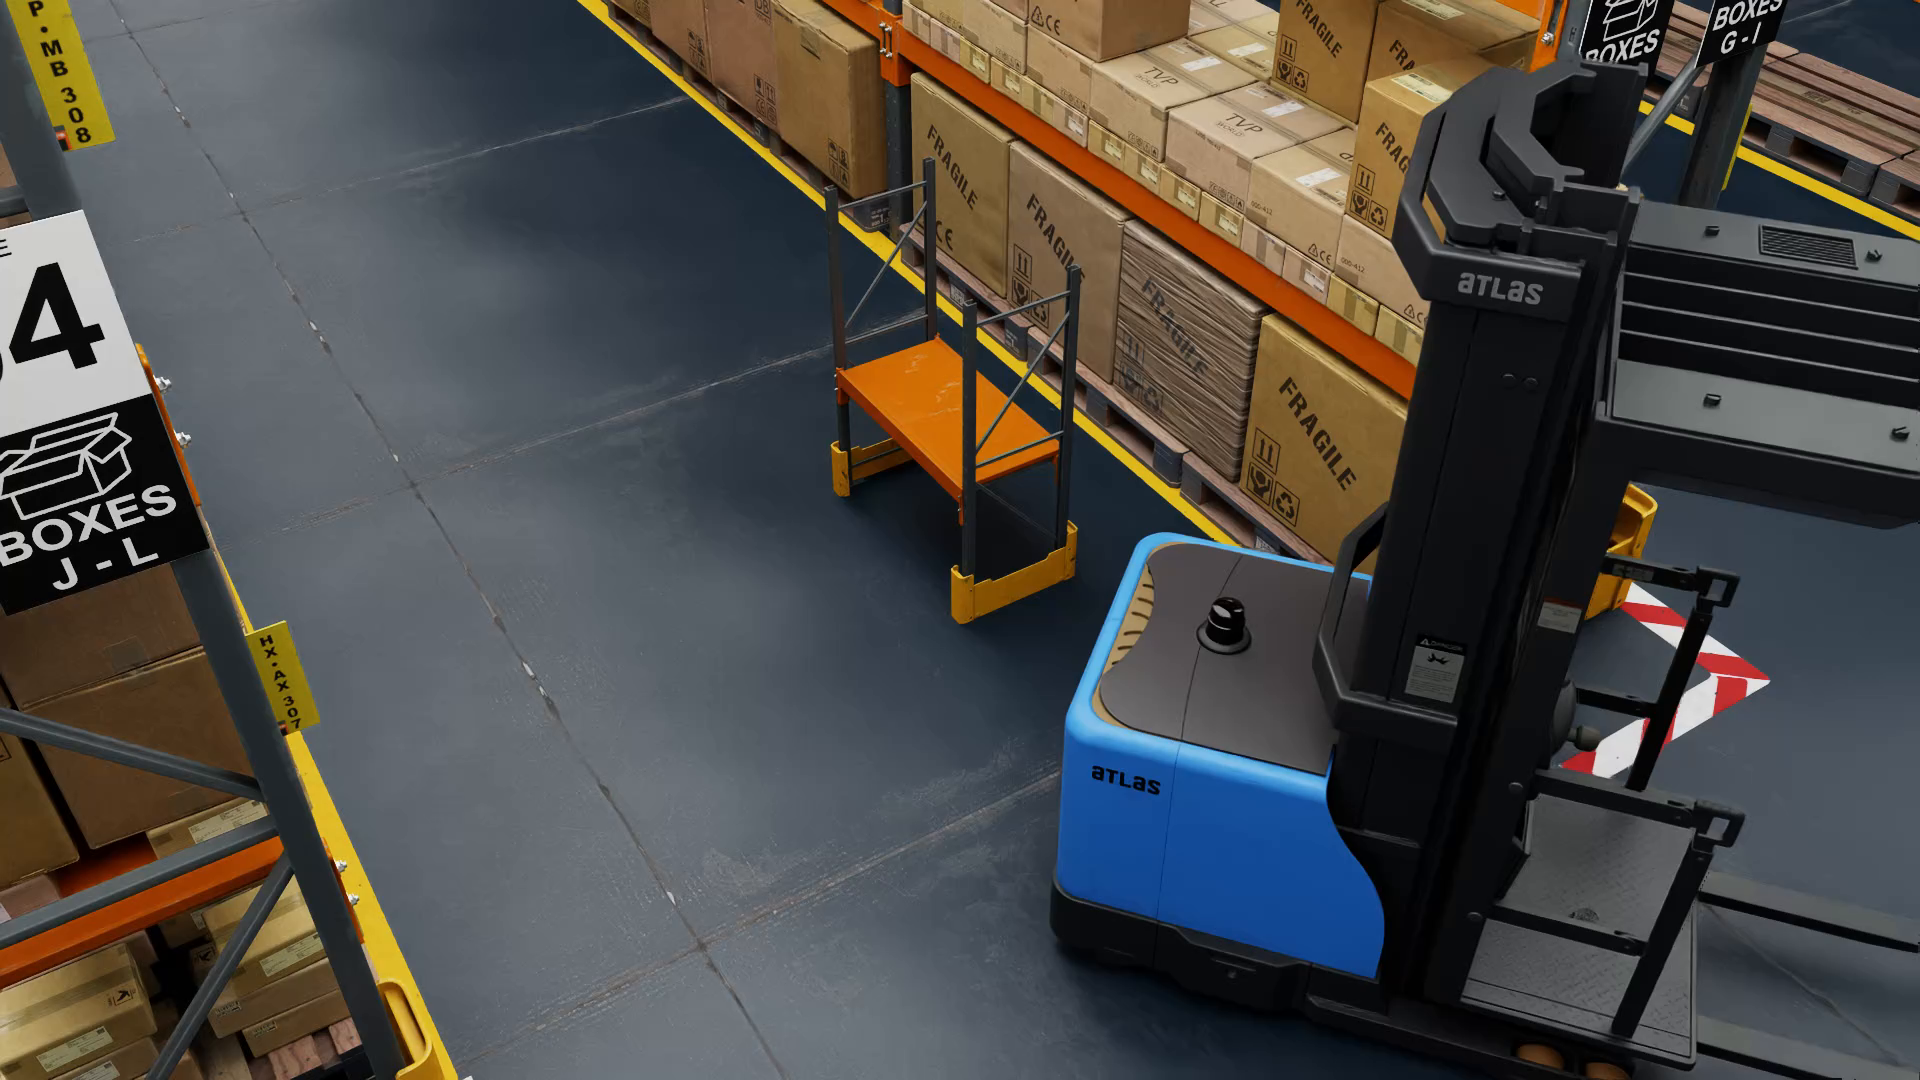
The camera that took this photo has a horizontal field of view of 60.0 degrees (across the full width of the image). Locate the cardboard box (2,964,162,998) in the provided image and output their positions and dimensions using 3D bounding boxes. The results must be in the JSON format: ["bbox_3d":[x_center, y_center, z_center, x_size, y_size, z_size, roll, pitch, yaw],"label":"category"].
[{"bbox_3d":[-2.643,1.318,4.992,0.380,0.149,0.250,-23,45,-25],"label":"cardboard box"}]

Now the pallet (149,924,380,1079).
[{"bbox_3d":[-2.471,1.424,5.376,1.003,0.211,1.213,-22,45,-24],"label":"pallet"}]

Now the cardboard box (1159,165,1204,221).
[{"bbox_3d":[1.053,-1.481,6.881,0.380,0.149,0.250,-22,45,-24],"label":"cardboard box"}]

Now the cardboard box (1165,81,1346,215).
[{"bbox_3d":[1.182,-1.584,6.693,0.500,0.250,0.500,-24,45,-26],"label":"cardboard box"}]

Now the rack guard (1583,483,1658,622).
[{"bbox_3d":[2.226,0.165,6.662,1.175,0.500,0.348,-22,45,-24],"label":"rack guard"}]

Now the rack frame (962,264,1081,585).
[{"bbox_3d":[0.227,-0.348,6.496,0.500,1.500,0.032,-22,45,-24],"label":"rack frame"}]

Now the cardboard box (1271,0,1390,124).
[{"bbox_3d":[1.630,-2.053,6.669,0.500,0.500,0.500,-23,45,-26],"label":"cardboard box"}]

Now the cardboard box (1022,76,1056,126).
[{"bbox_3d":[0.505,-2.034,7.544,0.380,0.149,0.250,-23,45,-25],"label":"cardboard box"}]

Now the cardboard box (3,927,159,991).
[{"bbox_3d":[-2.609,1.196,4.906,0.380,0.149,0.250,-21,44,-24],"label":"cardboard box"}]

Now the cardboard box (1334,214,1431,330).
[{"bbox_3d":[1.728,-1.035,6.034,0.500,0.250,0.500,-23,45,-25],"label":"cardboard box"}]

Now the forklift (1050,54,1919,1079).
[{"bbox_3d":[1.876,0.256,4.653,3.031,2.935,1.130,13,41,15],"label":"forklift"}]

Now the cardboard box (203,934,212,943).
[{"bbox_3d":[-2.189,1.125,5.223,0.380,0.149,0.250,-22,45,-25],"label":"cardboard box"}]

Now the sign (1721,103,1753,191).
[{"bbox_3d":[2.684,-1.359,5.800,0.100,0.325,0.005,-22,45,-24],"label":"sign"}]

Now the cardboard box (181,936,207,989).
[{"bbox_3d":[-2.245,1.272,5.279,0.380,0.149,0.250,-22,45,-25],"label":"cardboard box"}]

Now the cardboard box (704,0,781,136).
[{"bbox_3d":[-0.780,-3.133,9.999,1.225,0.875,0.875,-24,45,-26],"label":"cardboard box"}]

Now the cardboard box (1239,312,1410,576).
[{"bbox_3d":[1.801,-0.472,6.804,0.875,0.875,0.875,-22,45,-24],"label":"cardboard box"}]

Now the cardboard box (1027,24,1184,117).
[{"bbox_3d":[0.640,-2.133,7.351,0.500,0.250,0.500,-21,44,-23],"label":"cardboard box"}]

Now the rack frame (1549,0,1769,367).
[{"bbox_3d":[2.213,-0.809,5.877,1.000,3.000,0.127,-22,45,-24],"label":"rack frame"}]

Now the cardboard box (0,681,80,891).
[{"bbox_3d":[-2.482,0.538,3.951,0.500,0.500,0.500,-21,44,-24],"label":"cardboard box"}]

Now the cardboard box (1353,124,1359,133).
[{"bbox_3d":[1.897,-1.496,6.586,0.500,0.250,0.500,-23,45,-25],"label":"cardboard box"}]

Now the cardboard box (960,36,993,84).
[{"bbox_3d":[0.224,-2.313,7.879,0.380,0.149,0.250,-21,44,-23],"label":"cardboard box"}]

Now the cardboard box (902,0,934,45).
[{"bbox_3d":[-0.060,-2.597,8.219,0.380,0.149,0.250,-22,45,-24],"label":"cardboard box"}]

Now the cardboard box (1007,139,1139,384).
[{"bbox_3d":[0.833,-1.443,7.970,0.875,0.875,0.875,-22,45,-24],"label":"cardboard box"}]

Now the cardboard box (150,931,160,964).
[{"bbox_3d":[-2.776,1.290,5.258,0.380,0.149,0.250,-22,45,-25],"label":"cardboard box"}]

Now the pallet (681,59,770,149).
[{"bbox_3d":[-1.077,-2.946,10.620,1.003,0.211,1.213,-22,45,-24],"label":"pallet"}]

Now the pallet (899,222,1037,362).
[{"bbox_3d":[0.405,-1.459,8.836,1.003,0.211,1.213,-22,45,-24],"label":"pallet"}]

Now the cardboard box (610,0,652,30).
[{"bbox_3d":[-1.735,-4.092,11.149,1.225,0.875,0.875,-24,46,-26],"label":"cardboard box"}]

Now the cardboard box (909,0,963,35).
[{"bbox_3d":[0.094,-2.680,8.008,0.500,0.250,0.500,-23,45,-25],"label":"cardboard box"}]

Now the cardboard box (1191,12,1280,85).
[{"bbox_3d":[1.345,-2.048,7.249,0.500,0.250,0.500,-23,45,-25],"label":"cardboard box"}]

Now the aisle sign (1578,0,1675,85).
[{"bbox_3d":[1.998,-1.665,4.874,0.394,0.787,0.004,-22,45,-24],"label":"aisle sign"}]

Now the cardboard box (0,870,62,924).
[{"bbox_3d":[-2.437,0.862,4.069,0.380,0.149,0.250,-22,45,-24],"label":"cardboard box"}]

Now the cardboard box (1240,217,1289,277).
[{"bbox_3d":[1.334,-1.202,6.546,0.380,0.149,0.250,-21,44,-24],"label":"cardboard box"}]

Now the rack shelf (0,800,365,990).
[{"bbox_3d":[-3.099,0.041,5.419,1.077,0.370,4.000,-22,45,-24],"label":"rack shelf"}]

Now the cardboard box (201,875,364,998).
[{"bbox_3d":[-2.019,1.150,4.961,0.380,0.149,0.250,-24,46,-26],"label":"cardboard box"}]

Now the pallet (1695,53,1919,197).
[{"bbox_3d":[5.326,-2.558,10.155,1.003,0.211,1.213,-22,45,-24],"label":"pallet"}]

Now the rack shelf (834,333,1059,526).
[{"bbox_3d":[-0.046,-0.484,6.940,0.538,0.185,1.000,-22,45,-24],"label":"rack shelf"}]

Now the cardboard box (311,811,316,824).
[{"bbox_3d":[-2.296,0.862,5.306,0.380,0.149,0.250,-22,45,-25],"label":"cardboard box"}]

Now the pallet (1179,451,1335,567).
[{"bbox_3d":[1.717,-0.142,7.255,1.003,0.211,1.213,-22,45,-24],"label":"pallet"}]

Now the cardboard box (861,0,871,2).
[{"bbox_3d":[-0.420,-3.164,8.626,0.500,0.500,0.500,-22,45,-24],"label":"cardboard box"}]

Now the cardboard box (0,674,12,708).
[{"bbox_3d":[-2.479,0.146,3.640,0.500,0.500,0.500,-23,45,-25],"label":"cardboard box"}]

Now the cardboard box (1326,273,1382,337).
[{"bbox_3d":[1.602,-0.931,6.220,0.380,0.149,0.250,-22,44,-24],"label":"cardboard box"}]

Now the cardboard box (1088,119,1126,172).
[{"bbox_3d":[0.780,-1.756,7.210,0.380,0.149,0.250,-24,45,-26],"label":"cardboard box"}]

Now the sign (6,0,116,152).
[{"bbox_3d":[-1.566,-0.831,2.878,0.100,0.325,0.005,-22,45,-24],"label":"sign"}]

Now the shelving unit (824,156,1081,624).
[{"bbox_3d":[-0.041,-0.617,6.819,0.587,1.500,1.083,-22,45,-24],"label":"shelving unit"}]

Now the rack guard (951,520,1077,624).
[{"bbox_3d":[0.227,0.132,6.897,0.587,0.250,0.087,-22,45,-24],"label":"rack guard"}]

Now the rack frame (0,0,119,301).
[{"bbox_3d":[-2.024,-1.461,1.973,1.000,3.000,0.127,-22,45,-24],"label":"rack frame"}]

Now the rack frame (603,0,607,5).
[{"bbox_3d":[-2.089,-5.126,11.059,1.000,3.000,0.127,-22,45,-24],"label":"rack frame"}]

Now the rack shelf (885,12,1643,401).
[{"bbox_3d":[1.137,-1.612,7.403,1.077,0.370,4.000,-22,45,-24],"label":"rack shelf"}]

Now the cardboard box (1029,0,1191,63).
[{"bbox_3d":[0.646,-2.418,7.108,0.500,0.500,0.500,-24,45,-26],"label":"cardboard box"}]
